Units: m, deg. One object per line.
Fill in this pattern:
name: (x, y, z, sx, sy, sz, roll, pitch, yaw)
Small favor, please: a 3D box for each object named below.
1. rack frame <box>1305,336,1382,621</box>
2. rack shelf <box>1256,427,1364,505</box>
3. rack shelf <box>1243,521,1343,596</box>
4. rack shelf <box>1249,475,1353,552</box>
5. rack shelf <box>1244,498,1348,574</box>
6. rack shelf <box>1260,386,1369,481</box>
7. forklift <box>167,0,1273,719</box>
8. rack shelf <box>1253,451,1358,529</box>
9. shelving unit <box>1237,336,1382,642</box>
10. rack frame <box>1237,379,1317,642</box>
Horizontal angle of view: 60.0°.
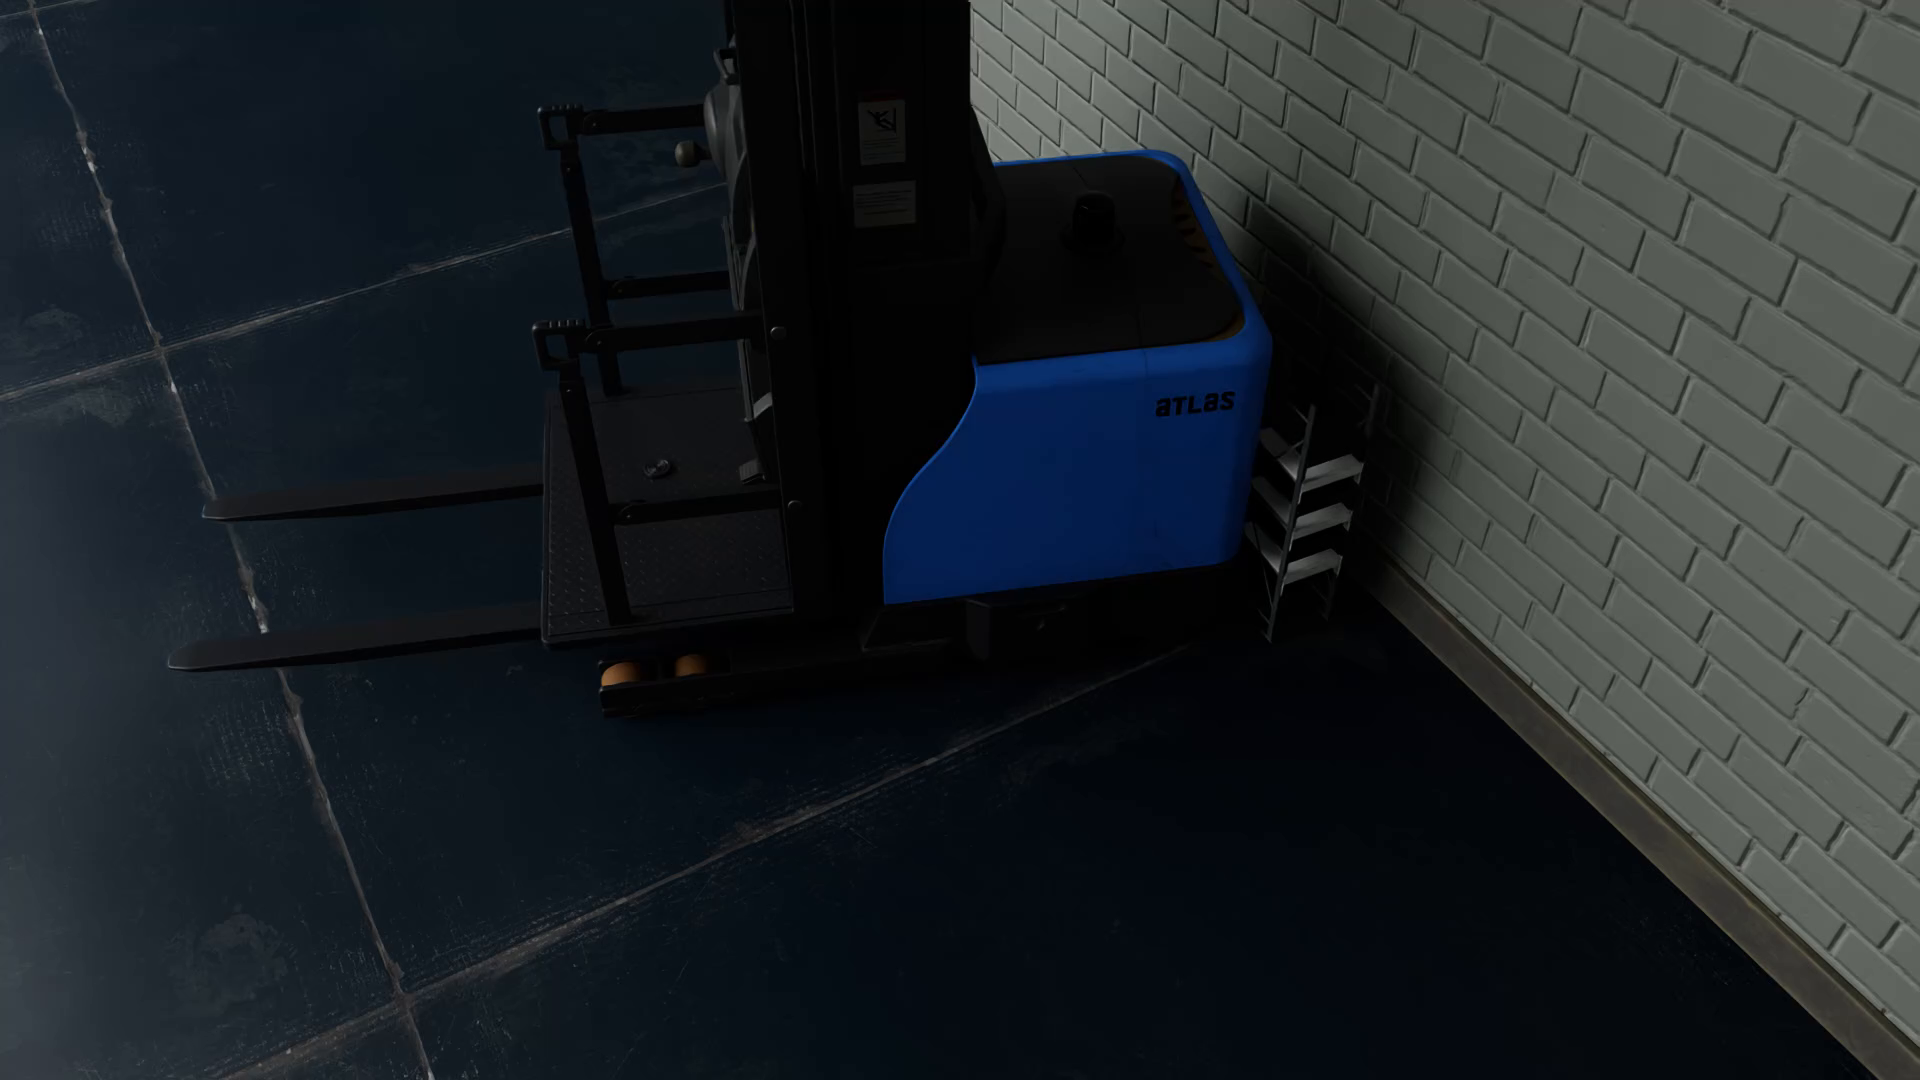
rack frame: (1.055, -0.156, 4.764, 0.006, 0.900, 0.240, -18, 47, -18)
rack shelf: (0.963, -0.231, 4.631, 0.200, 0.077, 0.258, -18, 47, -18)
rack shelf: (0.963, 0.028, 4.882, 0.200, 0.077, 0.258, -18, 47, -18)
rack shelf: (0.963, -0.101, 4.756, 0.200, 0.077, 0.258, -18, 47, -18)
rack shelf: (0.963, -0.037, 4.819, 0.200, 0.077, 0.258, -18, 47, -18)
rack shelf: (0.963, -0.295, 4.568, 0.200, 0.077, 0.258, -18, 47, -18)
forklift: (-0.742, -0.946, 4.120, 3.031, 2.935, 1.130, -7, 45, -7)
rack shelf: (0.963, -0.166, 4.694, 0.200, 0.077, 0.258, -18, 47, -18)
shelving unit: (0.963, -0.125, 4.733, 0.210, 0.900, 0.258, -18, 47, -18)
rack frame: (0.872, -0.095, 4.702, 0.006, 0.900, 0.240, -18, 47, -18)
